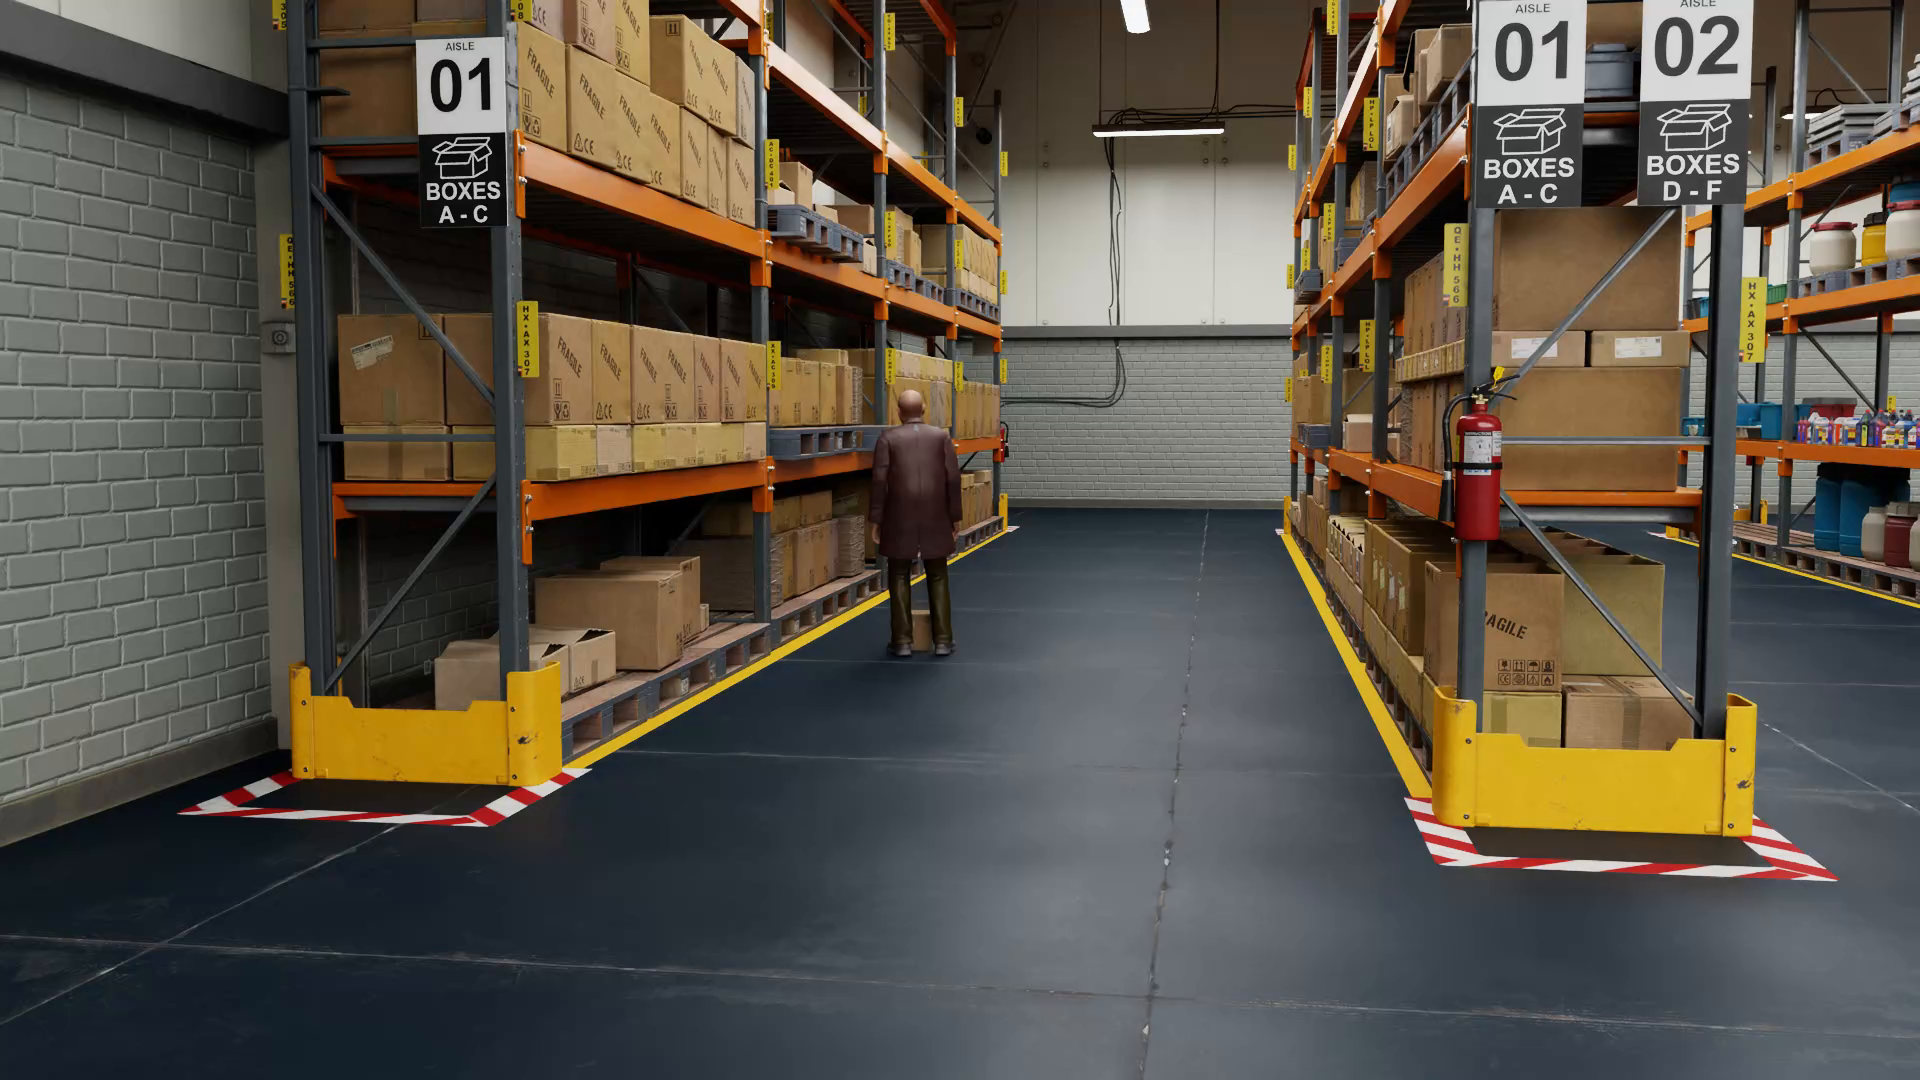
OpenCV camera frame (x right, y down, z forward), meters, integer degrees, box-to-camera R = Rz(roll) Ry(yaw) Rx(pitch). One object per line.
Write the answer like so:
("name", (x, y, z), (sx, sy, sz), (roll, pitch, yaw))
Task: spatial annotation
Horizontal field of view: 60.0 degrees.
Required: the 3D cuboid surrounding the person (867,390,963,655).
("person", (-0.301, -0.118, 11.149), (0.646, 1.772, 0.429), (-1, 4, -9))
